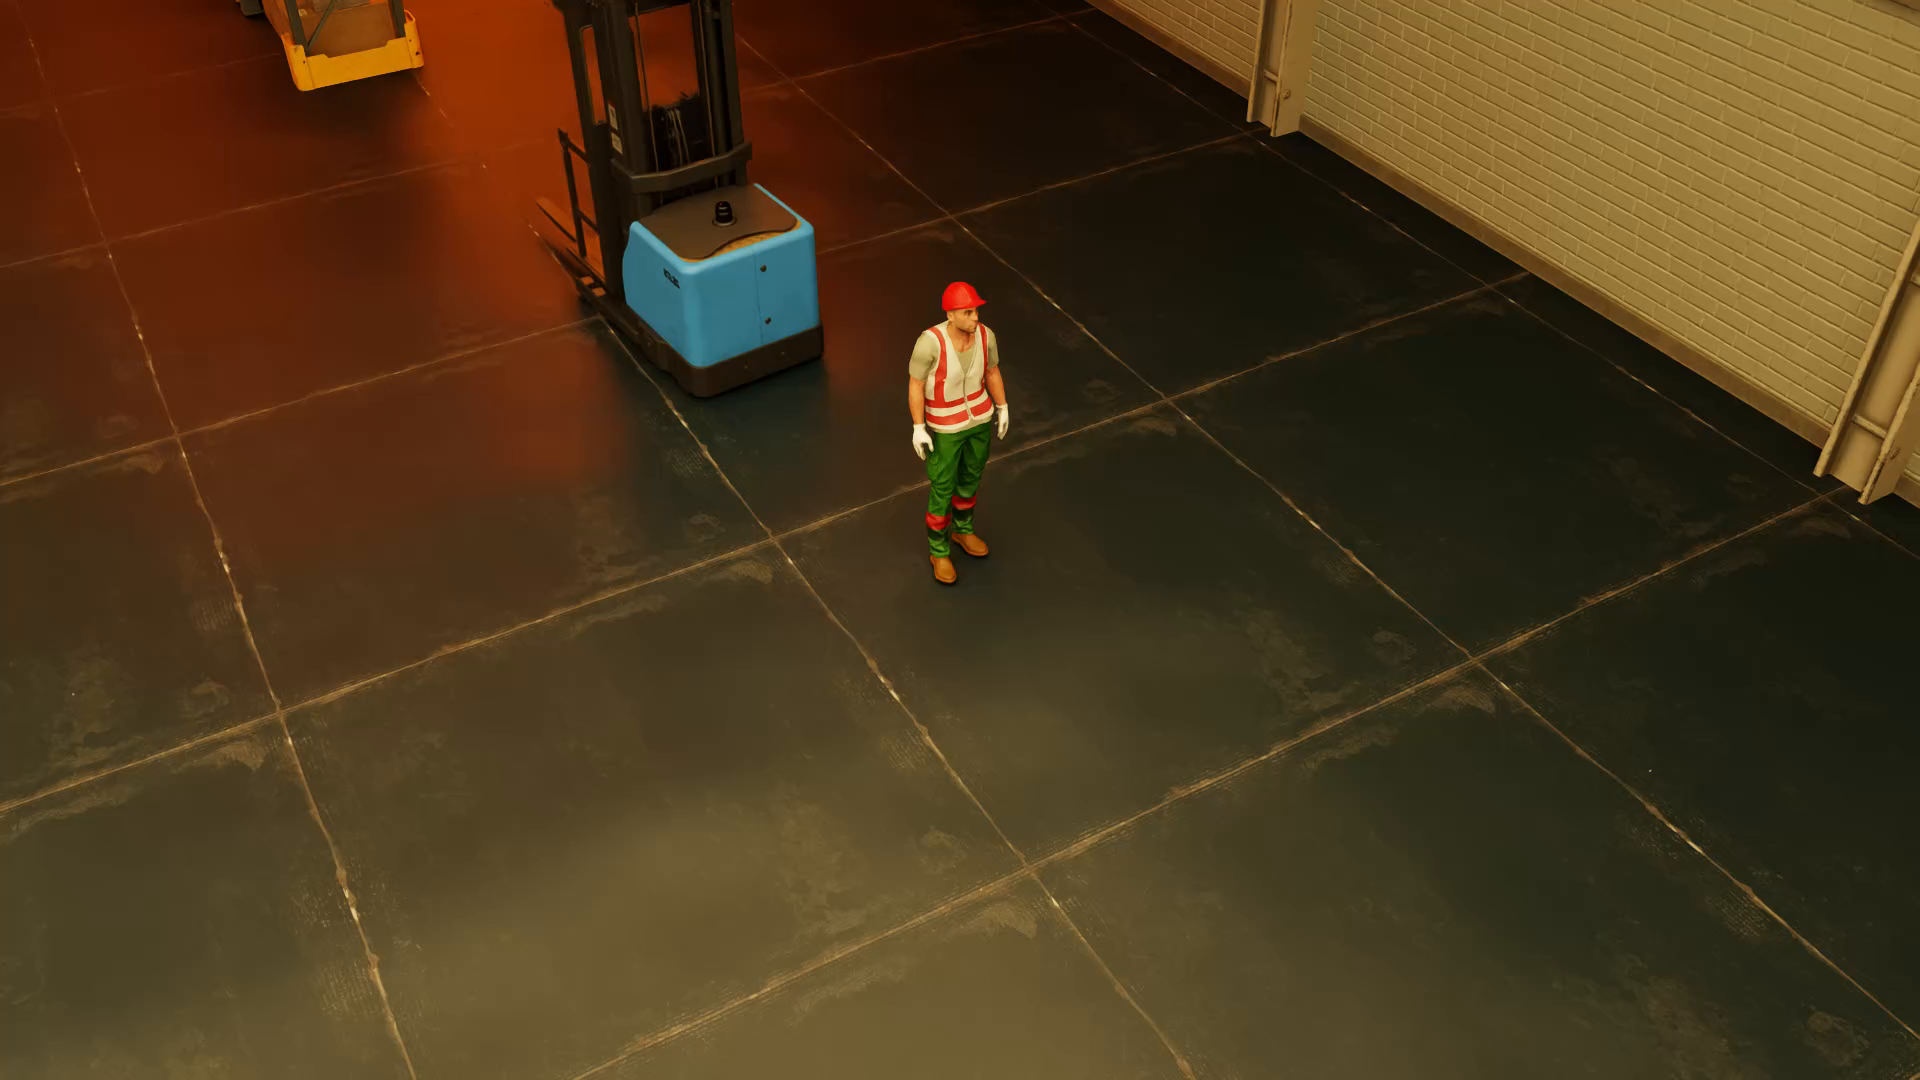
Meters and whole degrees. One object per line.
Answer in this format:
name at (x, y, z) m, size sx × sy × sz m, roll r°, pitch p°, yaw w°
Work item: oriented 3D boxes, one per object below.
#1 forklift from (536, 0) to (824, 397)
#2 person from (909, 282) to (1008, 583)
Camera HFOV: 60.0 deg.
forklift at (-2.232, -3.005, 11.659) m, size 1.130 × 2.935 × 3.031 m, roll -24°, pitch 46°, yaw -26°
person at (0.029, -0.646, 9.698) m, size 0.637 × 1.787 × 0.564 m, roll -20°, pitch 44°, yaw -23°
